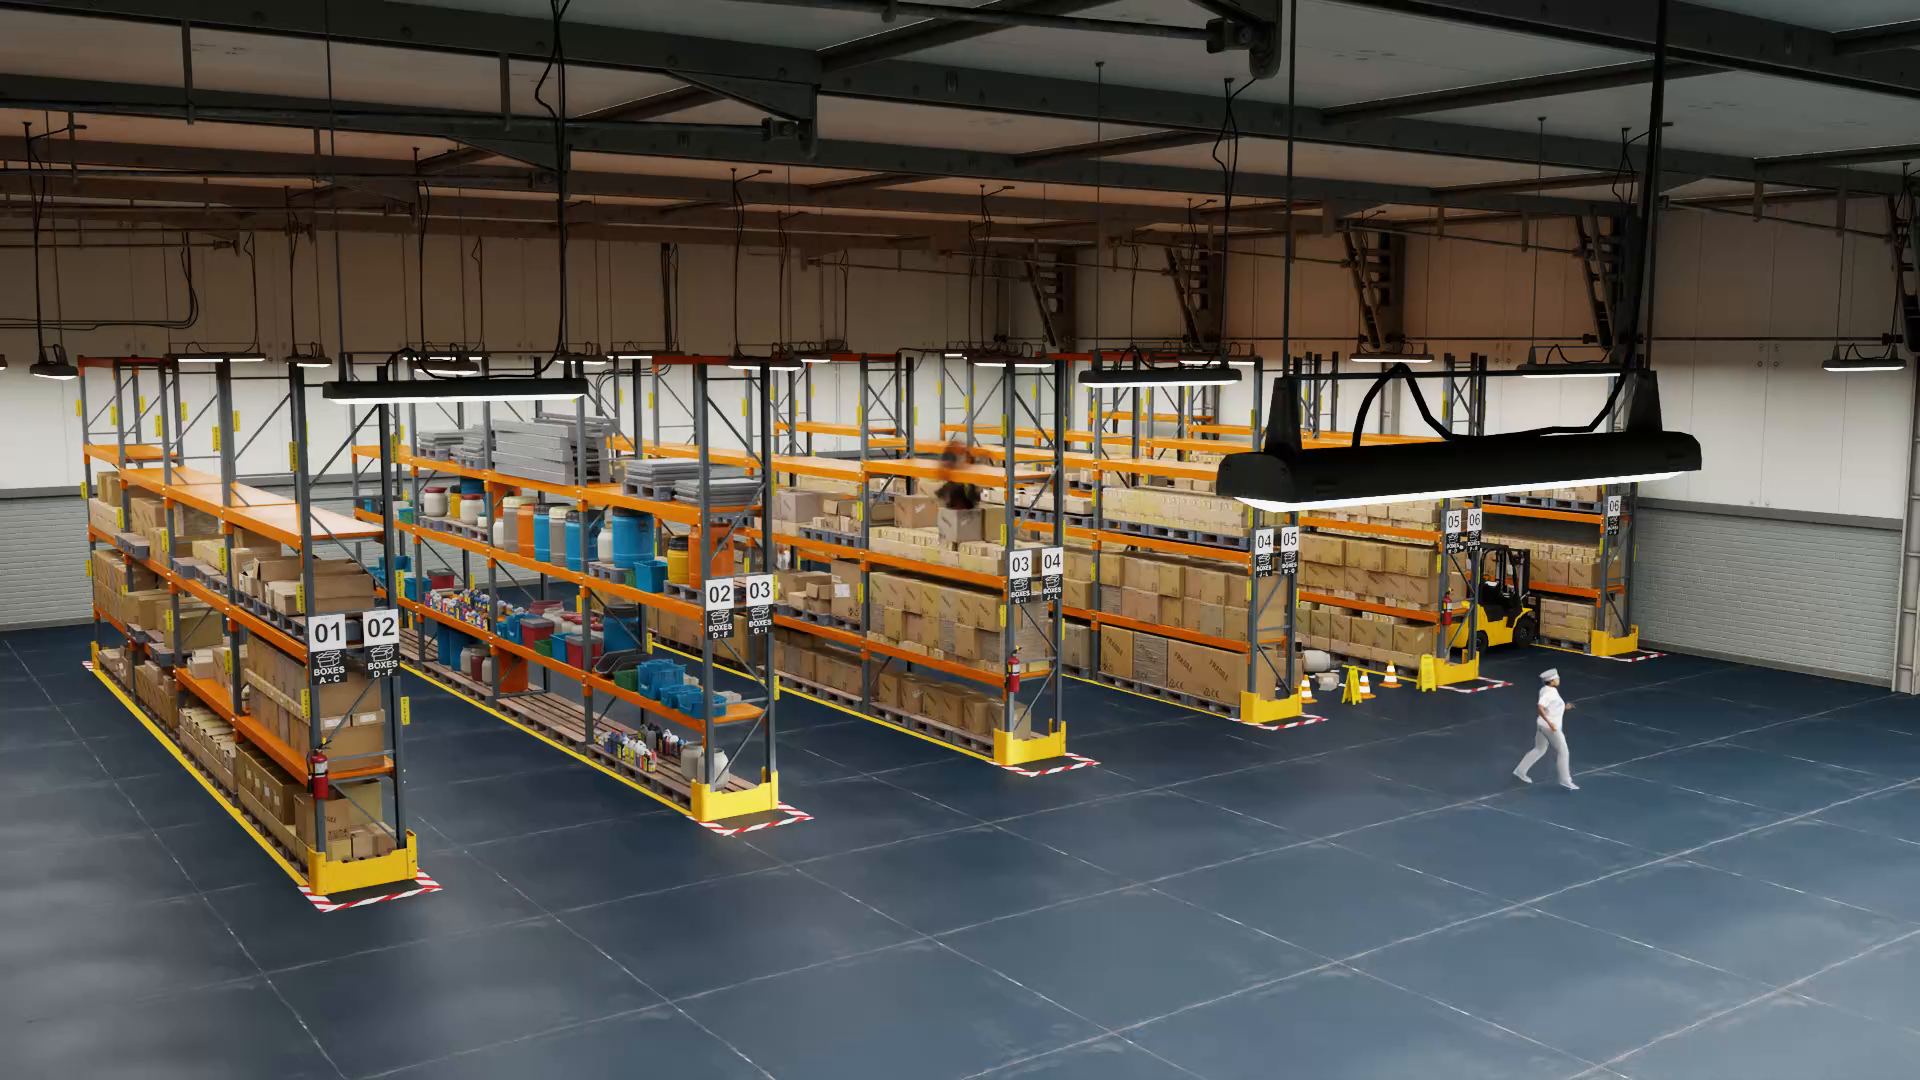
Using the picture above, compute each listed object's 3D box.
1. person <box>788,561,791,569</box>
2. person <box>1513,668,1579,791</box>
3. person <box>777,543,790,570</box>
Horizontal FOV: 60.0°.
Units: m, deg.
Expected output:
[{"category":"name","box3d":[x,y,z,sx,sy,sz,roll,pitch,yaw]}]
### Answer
[{"category":"person","box3d":[-3.470,1.286,34.528,0.664,1.725,0.971,-6,9,-42]},{"category":"person","box3d":[8.258,2.651,23.340,0.885,1.721,0.562,0,7,1]},{"category":"person","box3d":[-4.049,0.897,37.625,0.706,1.818,0.917,-3,8,-25]}]
